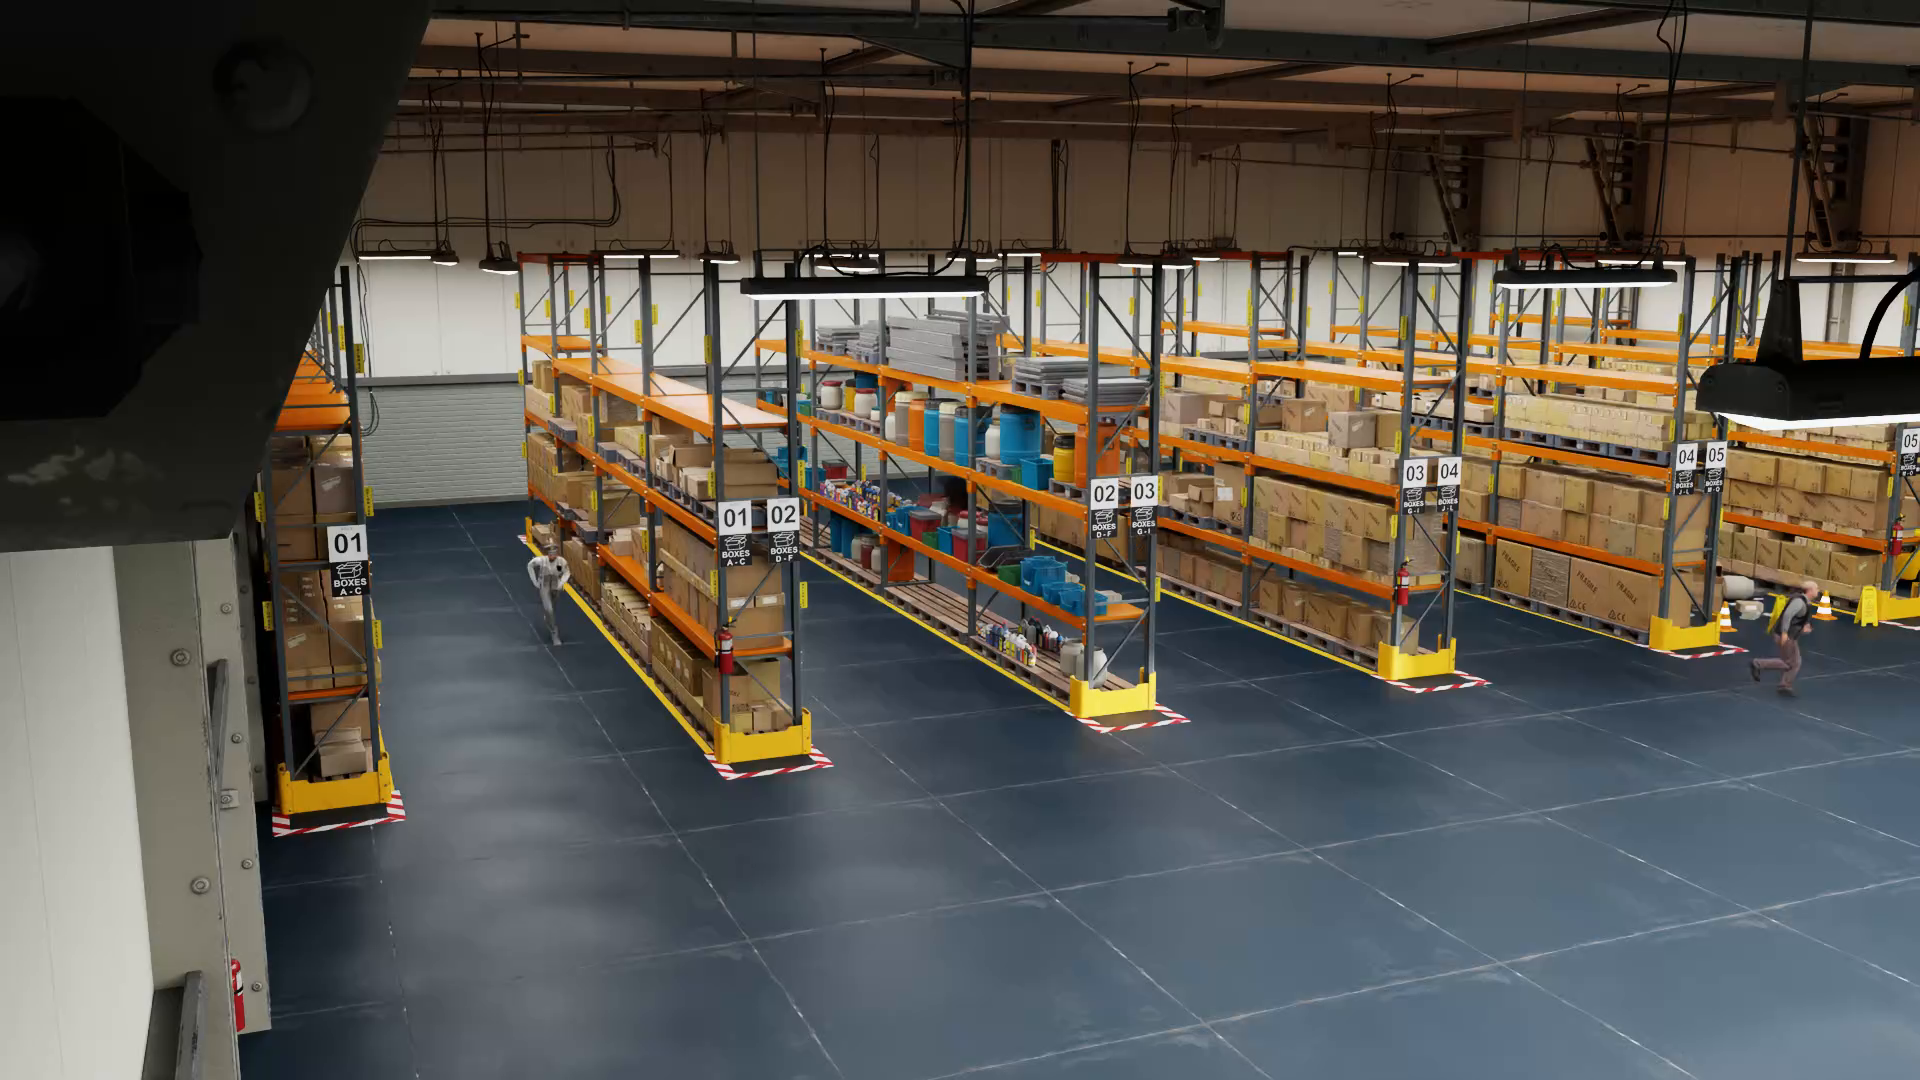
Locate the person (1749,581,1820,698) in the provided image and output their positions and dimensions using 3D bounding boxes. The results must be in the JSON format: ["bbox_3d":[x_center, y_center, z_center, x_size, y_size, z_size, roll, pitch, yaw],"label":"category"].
[{"bbox_3d":[11.447,1.362,23.135,0.804,1.666,0.655,4,11,20],"label":"person"}]

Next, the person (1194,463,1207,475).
[{"bbox_3d":[5.090,-0.875,35.401,0.504,1.557,0.690,-7,12,-33],"label":"person"}]

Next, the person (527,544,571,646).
[{"bbox_3d":[-6.501,0.812,26.312,0.655,1.627,0.968,-4,11,-20],"label":"person"}]
